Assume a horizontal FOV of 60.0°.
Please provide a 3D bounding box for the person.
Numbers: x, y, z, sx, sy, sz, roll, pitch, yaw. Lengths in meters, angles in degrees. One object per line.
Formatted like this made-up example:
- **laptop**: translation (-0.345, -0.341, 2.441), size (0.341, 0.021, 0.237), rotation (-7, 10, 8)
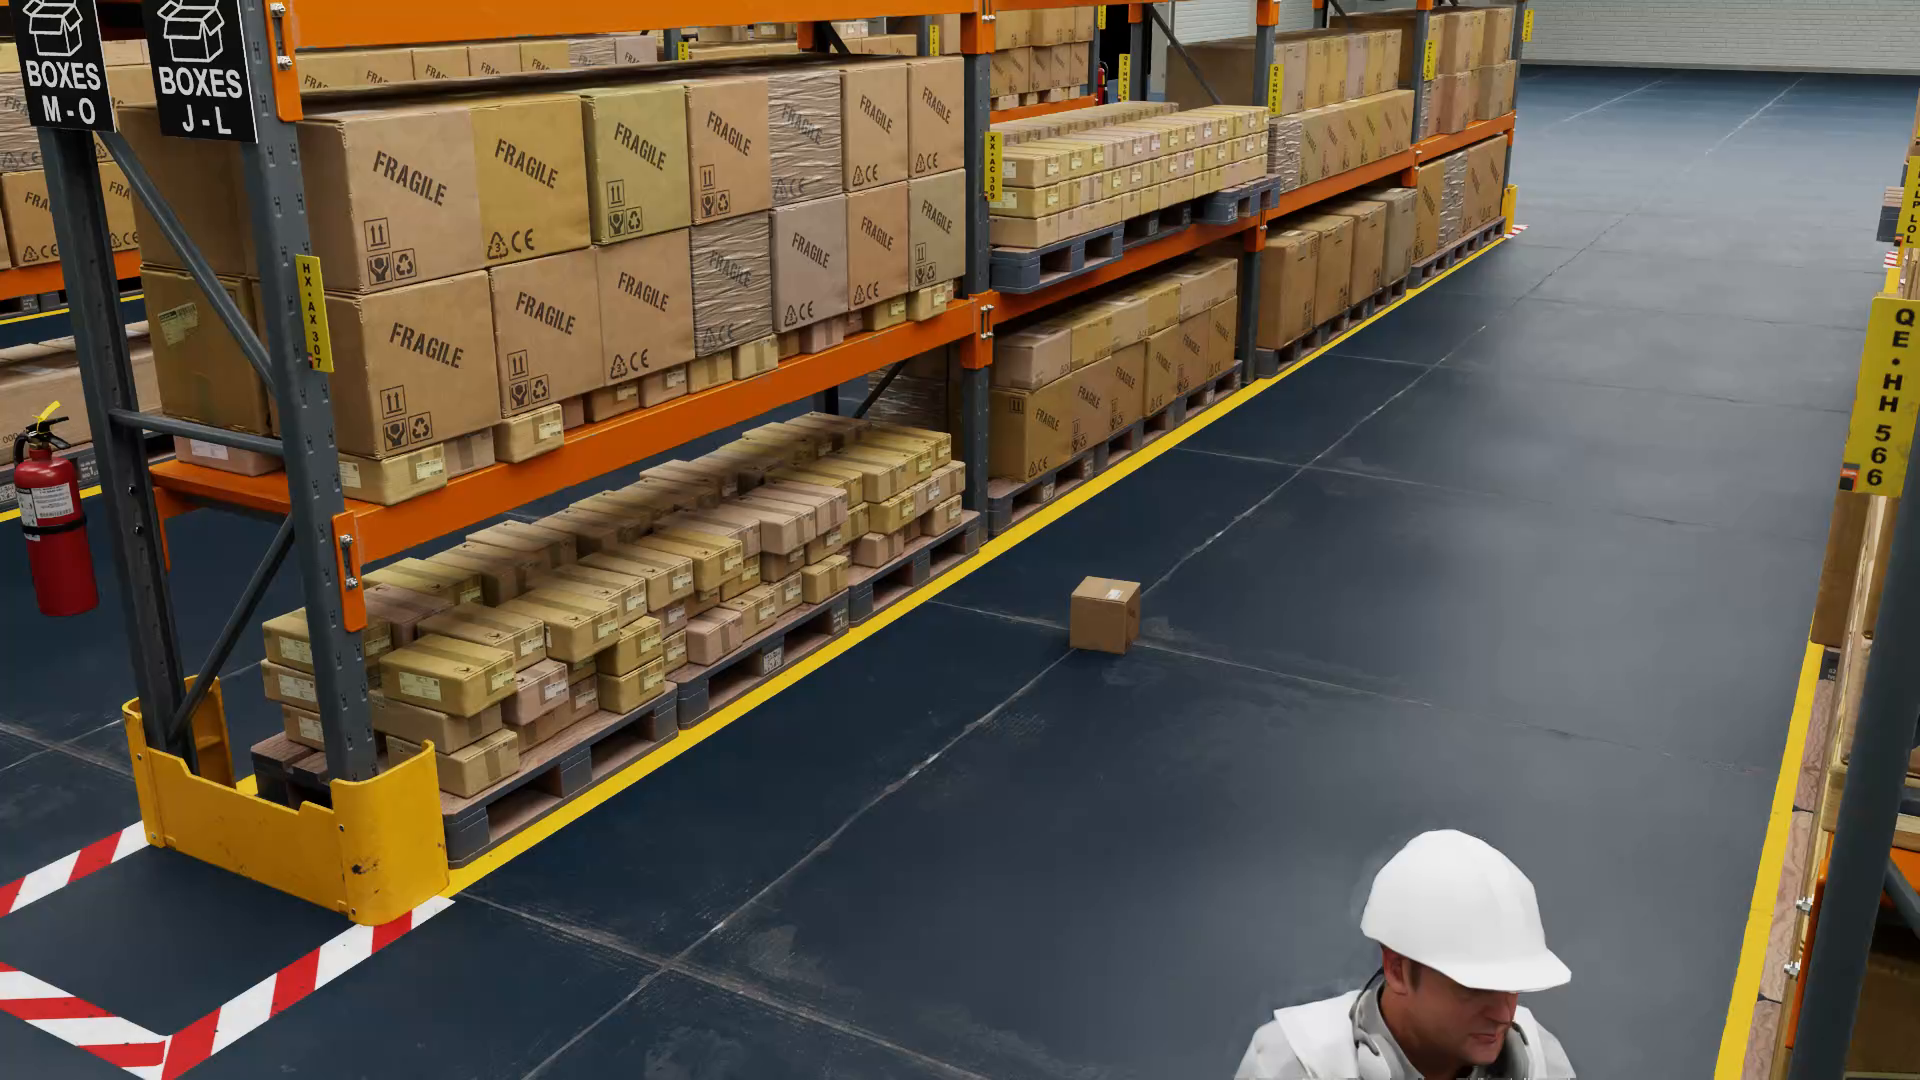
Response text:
- **person**: translation (0.636, 1.246, 2.510), size (0.546, 1.795, 0.788), rotation (-6, 20, -16)
